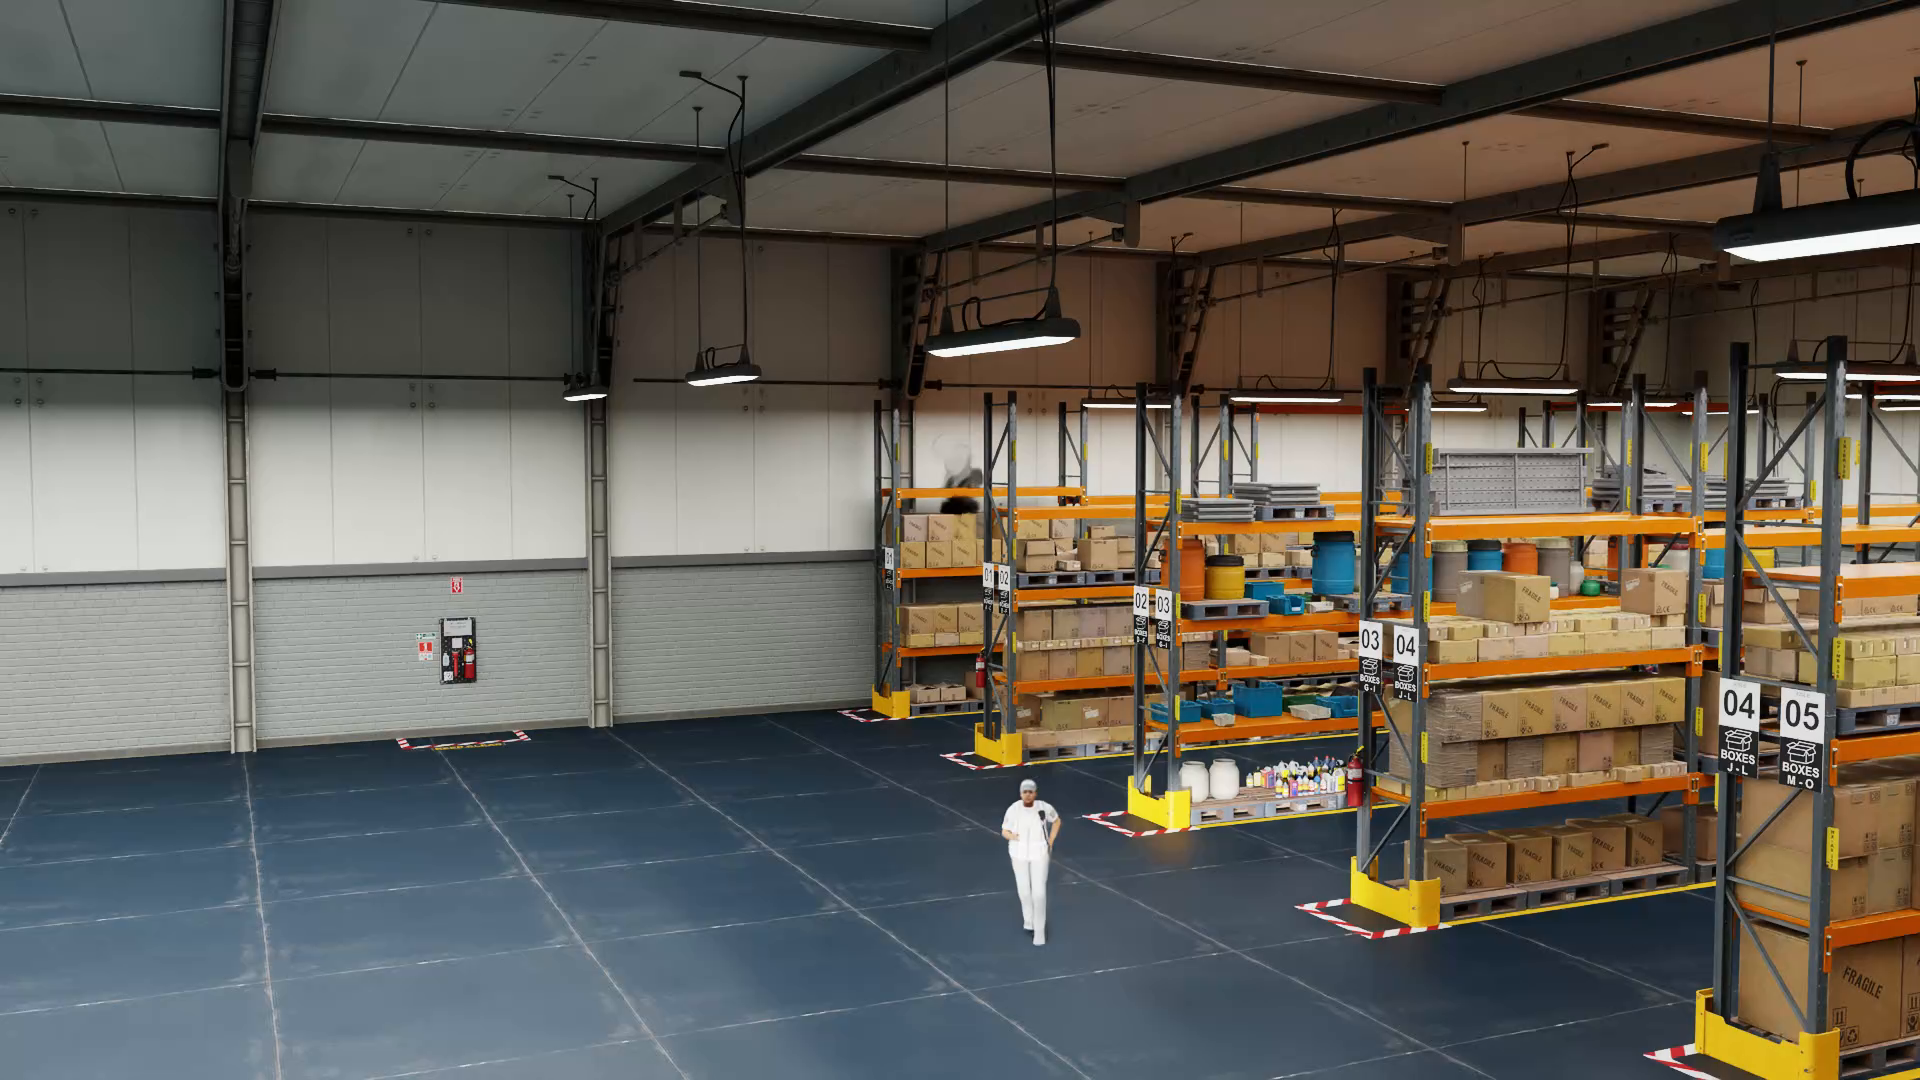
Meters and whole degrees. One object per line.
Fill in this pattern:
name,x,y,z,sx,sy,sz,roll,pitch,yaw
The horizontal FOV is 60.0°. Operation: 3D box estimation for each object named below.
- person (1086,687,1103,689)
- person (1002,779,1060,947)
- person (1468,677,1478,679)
person,2.480,2.597,29.970,0.698,1.657,0.645,-1,4,-21
person,0.728,3.340,17.309,0.583,1.724,0.742,1,3,11
person,8.784,2.652,28.170,0.727,1.752,0.688,-2,4,-34
